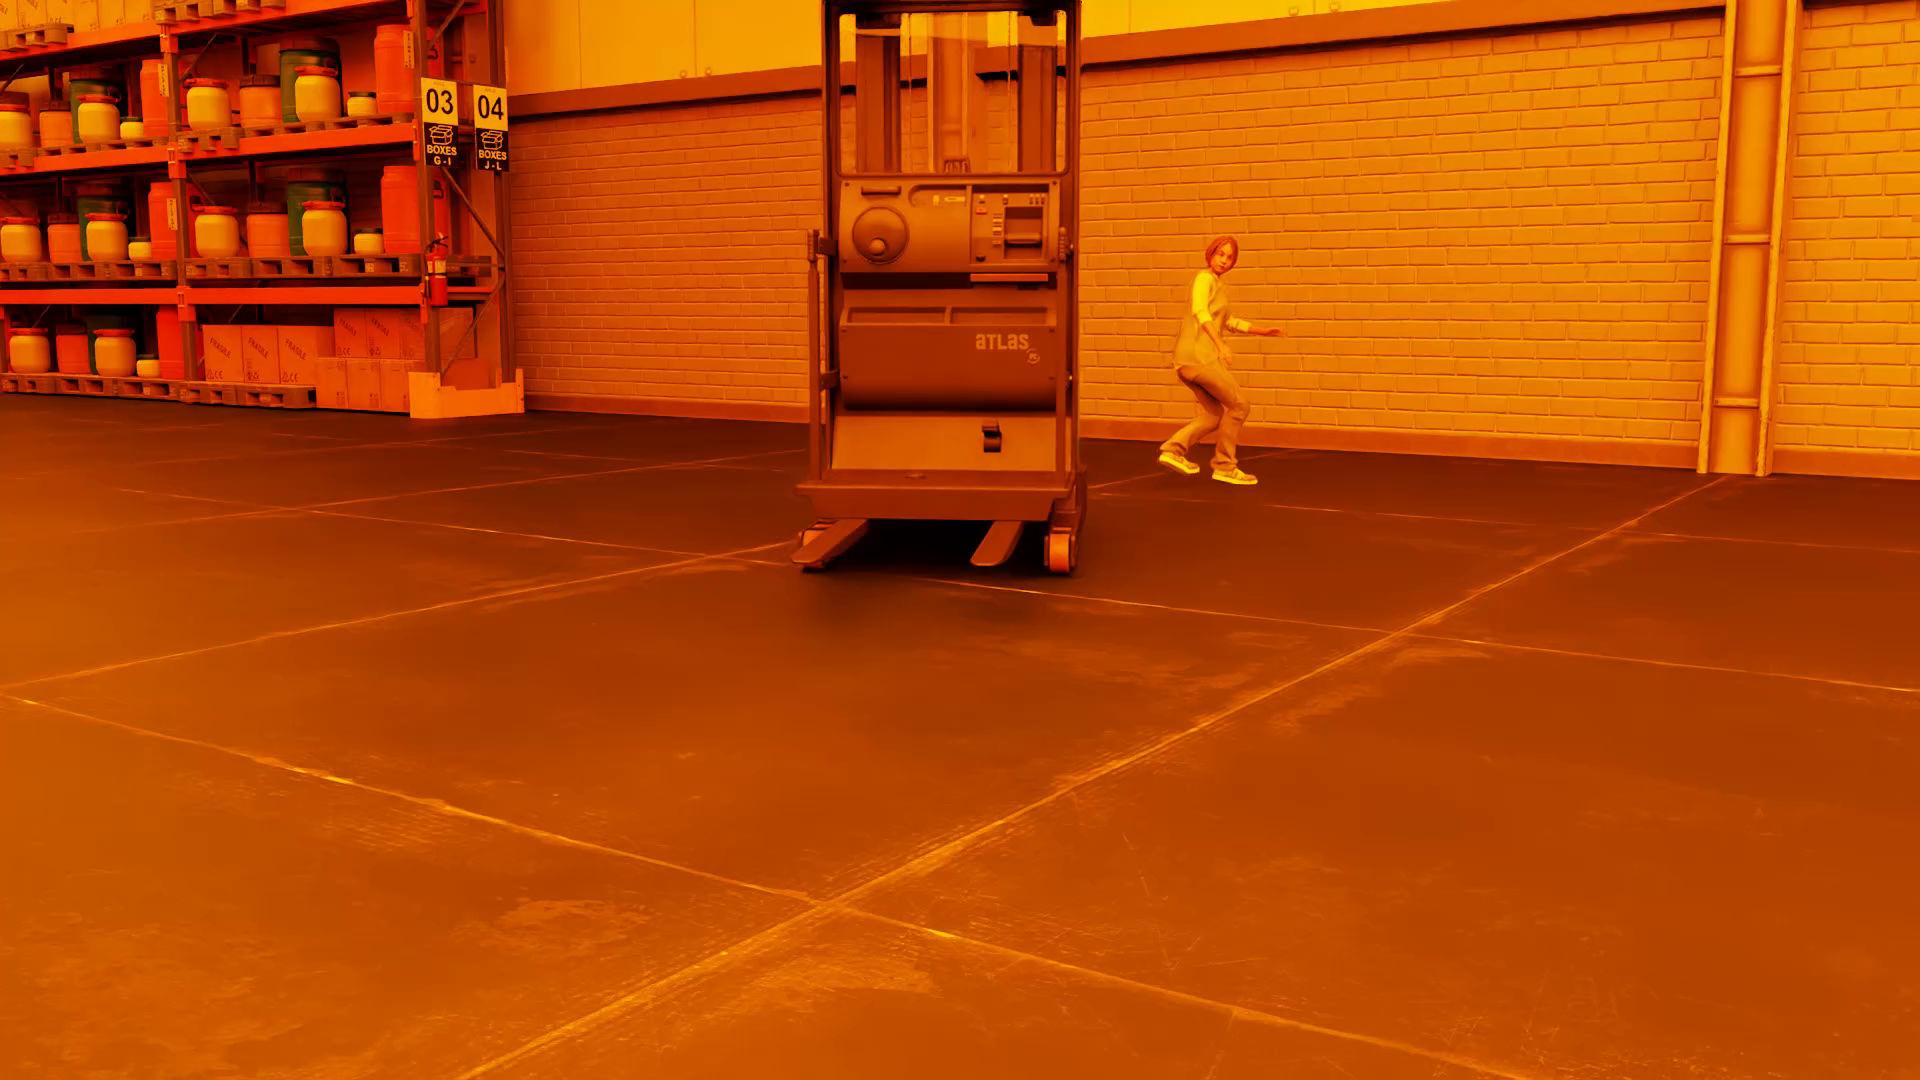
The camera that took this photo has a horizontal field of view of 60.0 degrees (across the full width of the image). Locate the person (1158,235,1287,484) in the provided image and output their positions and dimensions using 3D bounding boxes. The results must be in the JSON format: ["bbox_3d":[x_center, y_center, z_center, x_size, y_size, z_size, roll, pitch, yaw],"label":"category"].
[{"bbox_3d":[1.567,-1.042,9.804,0.770,1.463,0.745,0,8,0],"label":"person"}]

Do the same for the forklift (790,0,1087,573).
[{"bbox_3d":[-0.064,-1.366,6.796,1.130,2.935,3.031,1,8,6],"label":"forklift"}]
